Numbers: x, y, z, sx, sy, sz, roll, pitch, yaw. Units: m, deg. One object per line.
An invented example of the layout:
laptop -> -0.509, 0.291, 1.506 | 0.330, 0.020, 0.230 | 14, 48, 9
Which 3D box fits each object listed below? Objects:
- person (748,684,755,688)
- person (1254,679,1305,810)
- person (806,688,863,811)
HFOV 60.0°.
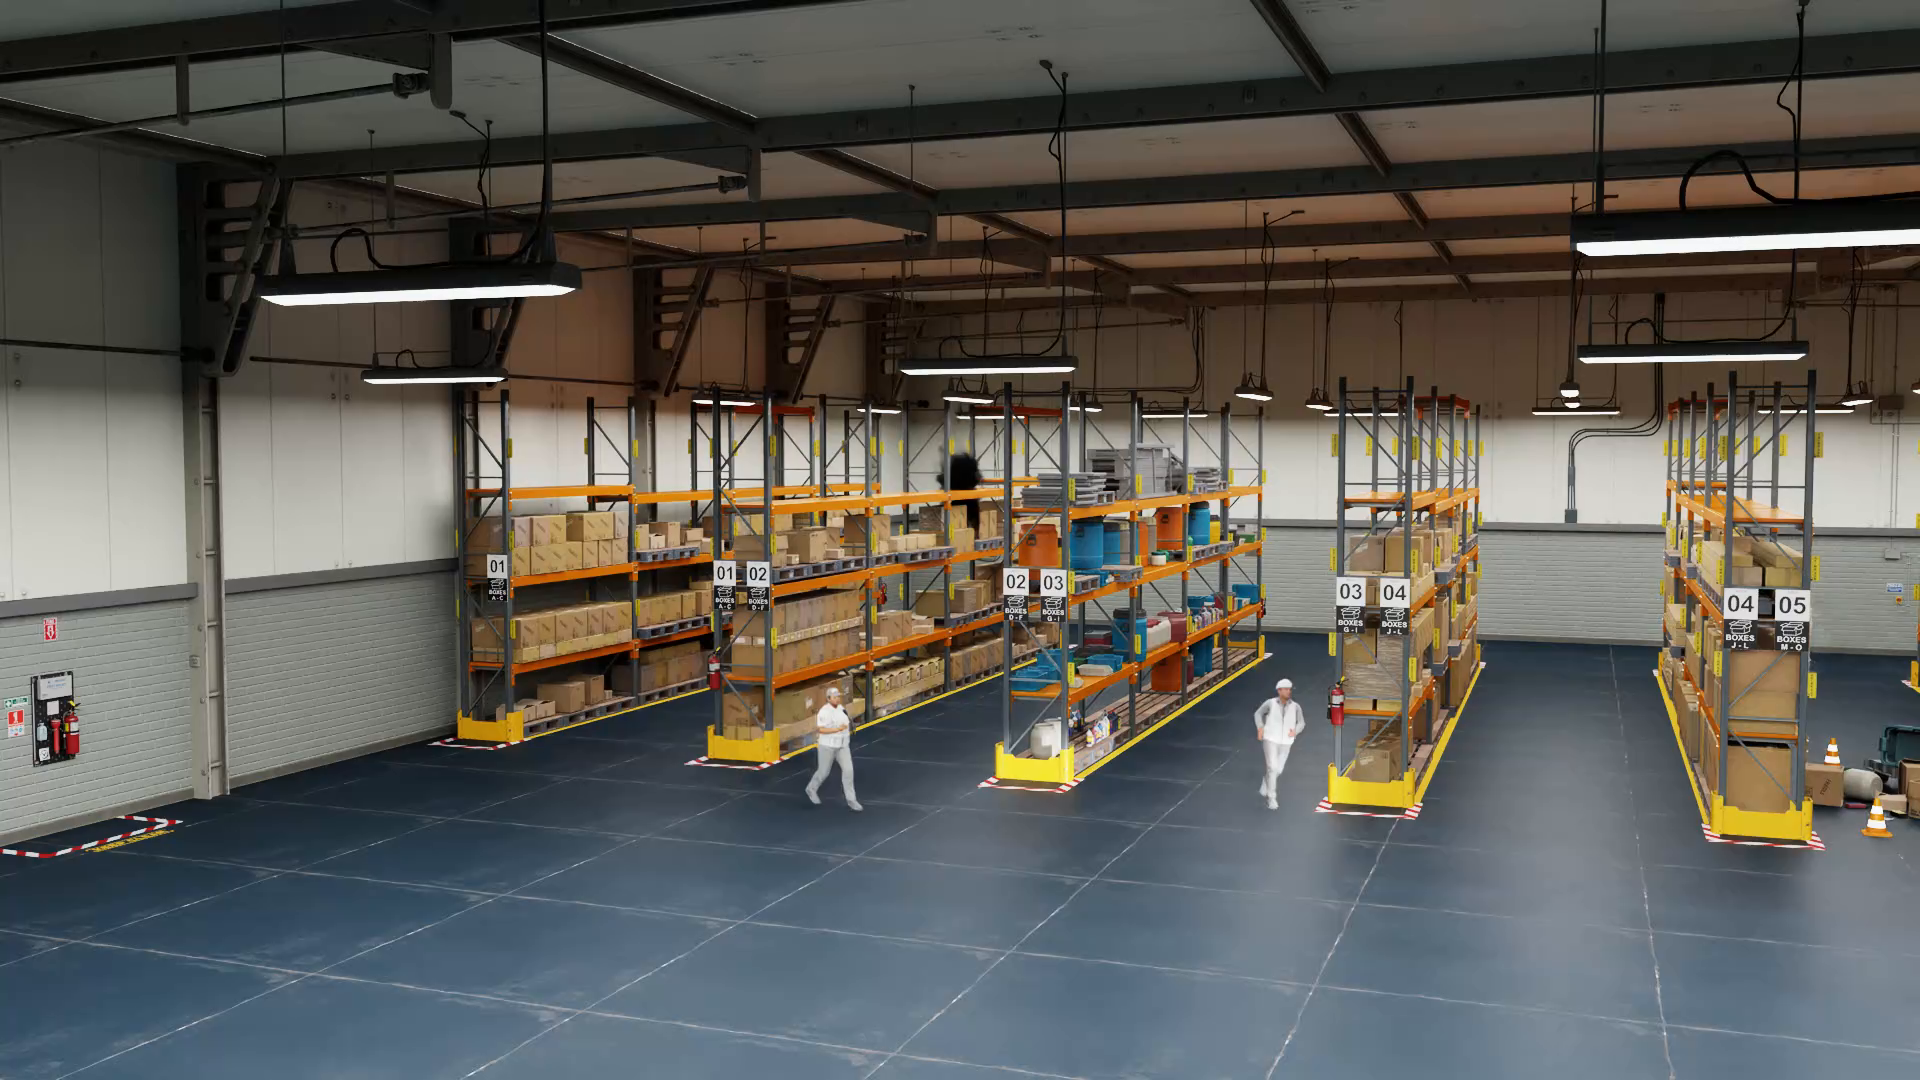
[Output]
person -> -3.801, 2.476, 30.717 | 0.593, 1.753, 0.755 | 1, 3, 19
person -> 4.513, 2.840, 23.434 | 0.669, 1.771, 0.819 | 0, 3, -7
person -> -1.751, 2.877, 23.068 | 0.609, 1.668, 0.925 | -3, 4, -45
